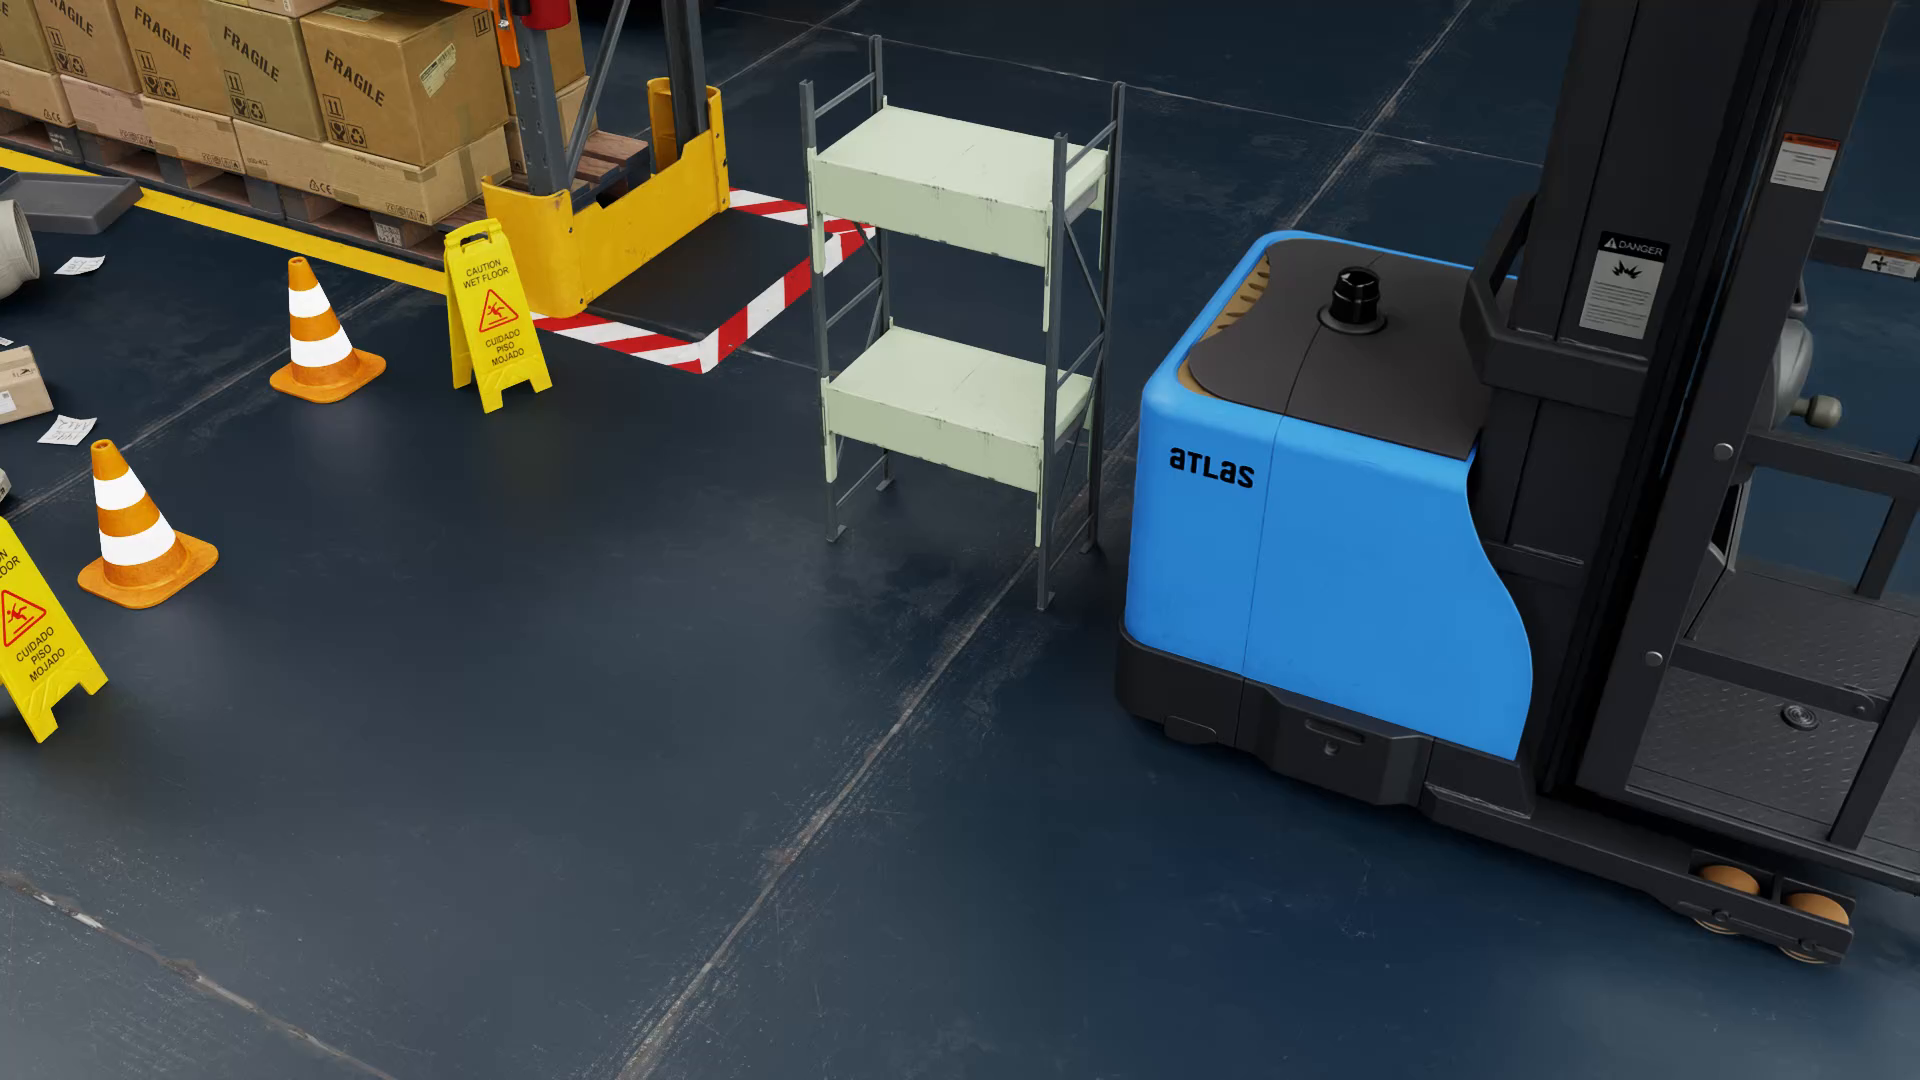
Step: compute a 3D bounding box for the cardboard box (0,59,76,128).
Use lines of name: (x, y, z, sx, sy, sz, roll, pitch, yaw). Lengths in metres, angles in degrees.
cardboard box: (-3.991, -2.102, 7.466, 0.500, 0.250, 0.500, 20, 41, 24)

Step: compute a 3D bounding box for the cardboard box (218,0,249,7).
cardboard box: (-2.728, -2.219, 6.462, 0.250, 0.149, 0.380, 18, 41, 22)

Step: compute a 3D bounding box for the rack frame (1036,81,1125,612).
rack frame: (0.331, -0.494, 4.660, 0.023, 1.500, 0.400, 17, 41, 21)

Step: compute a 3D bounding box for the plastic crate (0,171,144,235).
plastic crate: (-3.853, -1.442, 7.083, 0.583, 0.080, 0.402, 4, 37, 6)

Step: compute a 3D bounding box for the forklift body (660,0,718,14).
forklift body: (-1.561, -4.245, 9.064, 1.214, 2.155, 2.313, 17, 41, 21)

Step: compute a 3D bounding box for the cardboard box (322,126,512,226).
cardboard box: (-2.181, -1.529, 6.710, 0.500, 0.250, 0.500, 17, 40, 21)

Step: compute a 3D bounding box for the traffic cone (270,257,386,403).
traffic cone: (-2.293, -0.786, 5.903, 0.334, 0.463, 0.336, 17, 41, 21)

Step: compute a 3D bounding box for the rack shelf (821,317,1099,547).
rack shelf: (0.006, -0.336, 4.991, 0.720, 0.370, 0.431, 17, 41, 21)

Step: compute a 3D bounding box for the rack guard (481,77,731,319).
rack guard: (-1.385, -1.395, 6.674, 0.348, 0.500, 1.175, 17, 41, 21)

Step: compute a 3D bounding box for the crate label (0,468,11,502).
crate label: (-3.228, -0.151, 5.336, 0.298, 0.136, 0.250, -2, 37, -2)

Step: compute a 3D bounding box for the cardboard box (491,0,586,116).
cardboard box: (-1.928, -2.119, 6.868, 0.500, 0.500, 0.500, 16, 40, 20)

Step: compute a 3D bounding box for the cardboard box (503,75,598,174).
cardboard box: (-1.907, -1.814, 7.086, 0.500, 0.250, 0.500, 17, 40, 21)

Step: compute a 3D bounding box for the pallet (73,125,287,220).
pallet: (-3.170, -1.865, 7.532, 1.213, 0.211, 1.003, 17, 41, 21)

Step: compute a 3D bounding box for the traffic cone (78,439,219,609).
traffic cone: (-2.502, -0.096, 4.993, 0.334, 0.463, 0.336, 17, 41, 21)

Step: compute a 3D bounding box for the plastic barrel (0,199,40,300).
plastic barrel: (-3.848, -1.105, 6.355, 0.512, 0.421, 0.421, -14, 39, -18)

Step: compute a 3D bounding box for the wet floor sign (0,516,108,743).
wet floor sign: (-2.568, 0.199, 4.454, 0.232, 0.644, 0.267, 11, 38, 14)

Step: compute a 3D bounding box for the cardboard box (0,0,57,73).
cardboard box: (-3.989, -2.401, 7.239, 0.500, 0.500, 0.500, 19, 41, 23)

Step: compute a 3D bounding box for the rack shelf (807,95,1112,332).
rack shelf: (0.006, -0.906, 4.558, 0.720, 0.370, 0.431, 17, 41, 21)

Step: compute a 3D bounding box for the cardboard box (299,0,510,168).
cardboard box: (-2.149, -1.823, 6.477, 0.500, 0.500, 0.500, 18, 41, 22)

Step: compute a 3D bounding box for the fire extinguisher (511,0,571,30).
fire extinguisher: (-1.428, -2.059, 5.546, 0.183, 0.674, 0.296, 17, 41, 21)

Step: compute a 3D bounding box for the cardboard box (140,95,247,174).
cardboard box: (-3.083, -1.813, 7.084, 0.500, 0.250, 0.500, 16, 40, 20)

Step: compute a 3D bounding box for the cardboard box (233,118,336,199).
cardboard box: (-2.616, -1.670, 6.896, 0.500, 0.250, 0.500, 18, 41, 22)

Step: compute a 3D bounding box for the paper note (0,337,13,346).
paper note: (-3.600, -0.749, 6.229, 0.123, 0.001, 0.032, 17, 41, 21)

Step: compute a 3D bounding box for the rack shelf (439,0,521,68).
rack shelf: (-3.094, -2.639, 6.841, 4.000, 0.370, 1.077, 17, 41, 21)

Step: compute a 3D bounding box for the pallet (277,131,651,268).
pallet: (-2.091, -1.525, 7.084, 1.213, 0.211, 1.003, 17, 41, 21)

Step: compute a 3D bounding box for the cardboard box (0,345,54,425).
cardboard box: (-3.410, -0.514, 5.804, 0.380, 0.149, 0.250, -21, 42, -25)

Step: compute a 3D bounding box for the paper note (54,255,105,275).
paper note: (-3.536, -1.109, 6.686, 0.148, 0.019, 0.142, 4, 37, 6)

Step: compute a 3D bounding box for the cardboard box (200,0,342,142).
cardboard box: (-2.614, -1.966, 6.666, 0.500, 0.500, 0.500, 19, 41, 23)

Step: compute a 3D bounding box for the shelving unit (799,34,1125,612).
shelving unit: (0.006, -0.596, 4.794, 0.755, 1.500, 0.431, 17, 41, 21)

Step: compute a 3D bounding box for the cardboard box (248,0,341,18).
cardboard box: (-2.506, -2.147, 6.368, 0.250, 0.149, 0.380, 19, 41, 23)

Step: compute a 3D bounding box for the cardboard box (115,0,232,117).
cardboard box: (-3.059, -2.110, 6.856, 0.500, 0.500, 0.500, 16, 40, 20)

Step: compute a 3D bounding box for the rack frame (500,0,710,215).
rack frame: (-1.318, -2.369, 5.891, 0.127, 3.000, 1.000, 17, 41, 21)

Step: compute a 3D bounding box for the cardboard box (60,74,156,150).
cardboard box: (-3.519, -1.956, 7.273, 0.500, 0.250, 0.500, 17, 40, 21)

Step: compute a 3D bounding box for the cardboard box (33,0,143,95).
cardboard box: (-3.530, -2.256, 7.047, 0.500, 0.500, 0.500, 20, 41, 24)

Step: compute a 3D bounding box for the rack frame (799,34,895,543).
rack frame: (-0.319, -0.697, 4.928, 0.023, 1.500, 0.400, 17, 41, 21)

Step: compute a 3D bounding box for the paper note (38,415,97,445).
paper note: (-3.073, -0.381, 5.727, 0.142, 0.019, 0.148, 4, 37, 6)

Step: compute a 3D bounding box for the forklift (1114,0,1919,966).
forklift: (1.977, -0.537, 3.534, 3.031, 2.935, 1.130, 17, 40, 21)

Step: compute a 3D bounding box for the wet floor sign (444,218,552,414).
wet floor sign: (-1.641, -0.804, 5.776, 0.267, 0.644, 0.232, -29, 46, -33)

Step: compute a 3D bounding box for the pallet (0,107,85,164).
pallet: (-4.257, -2.203, 7.978, 1.213, 0.211, 1.003, 17, 41, 21)
